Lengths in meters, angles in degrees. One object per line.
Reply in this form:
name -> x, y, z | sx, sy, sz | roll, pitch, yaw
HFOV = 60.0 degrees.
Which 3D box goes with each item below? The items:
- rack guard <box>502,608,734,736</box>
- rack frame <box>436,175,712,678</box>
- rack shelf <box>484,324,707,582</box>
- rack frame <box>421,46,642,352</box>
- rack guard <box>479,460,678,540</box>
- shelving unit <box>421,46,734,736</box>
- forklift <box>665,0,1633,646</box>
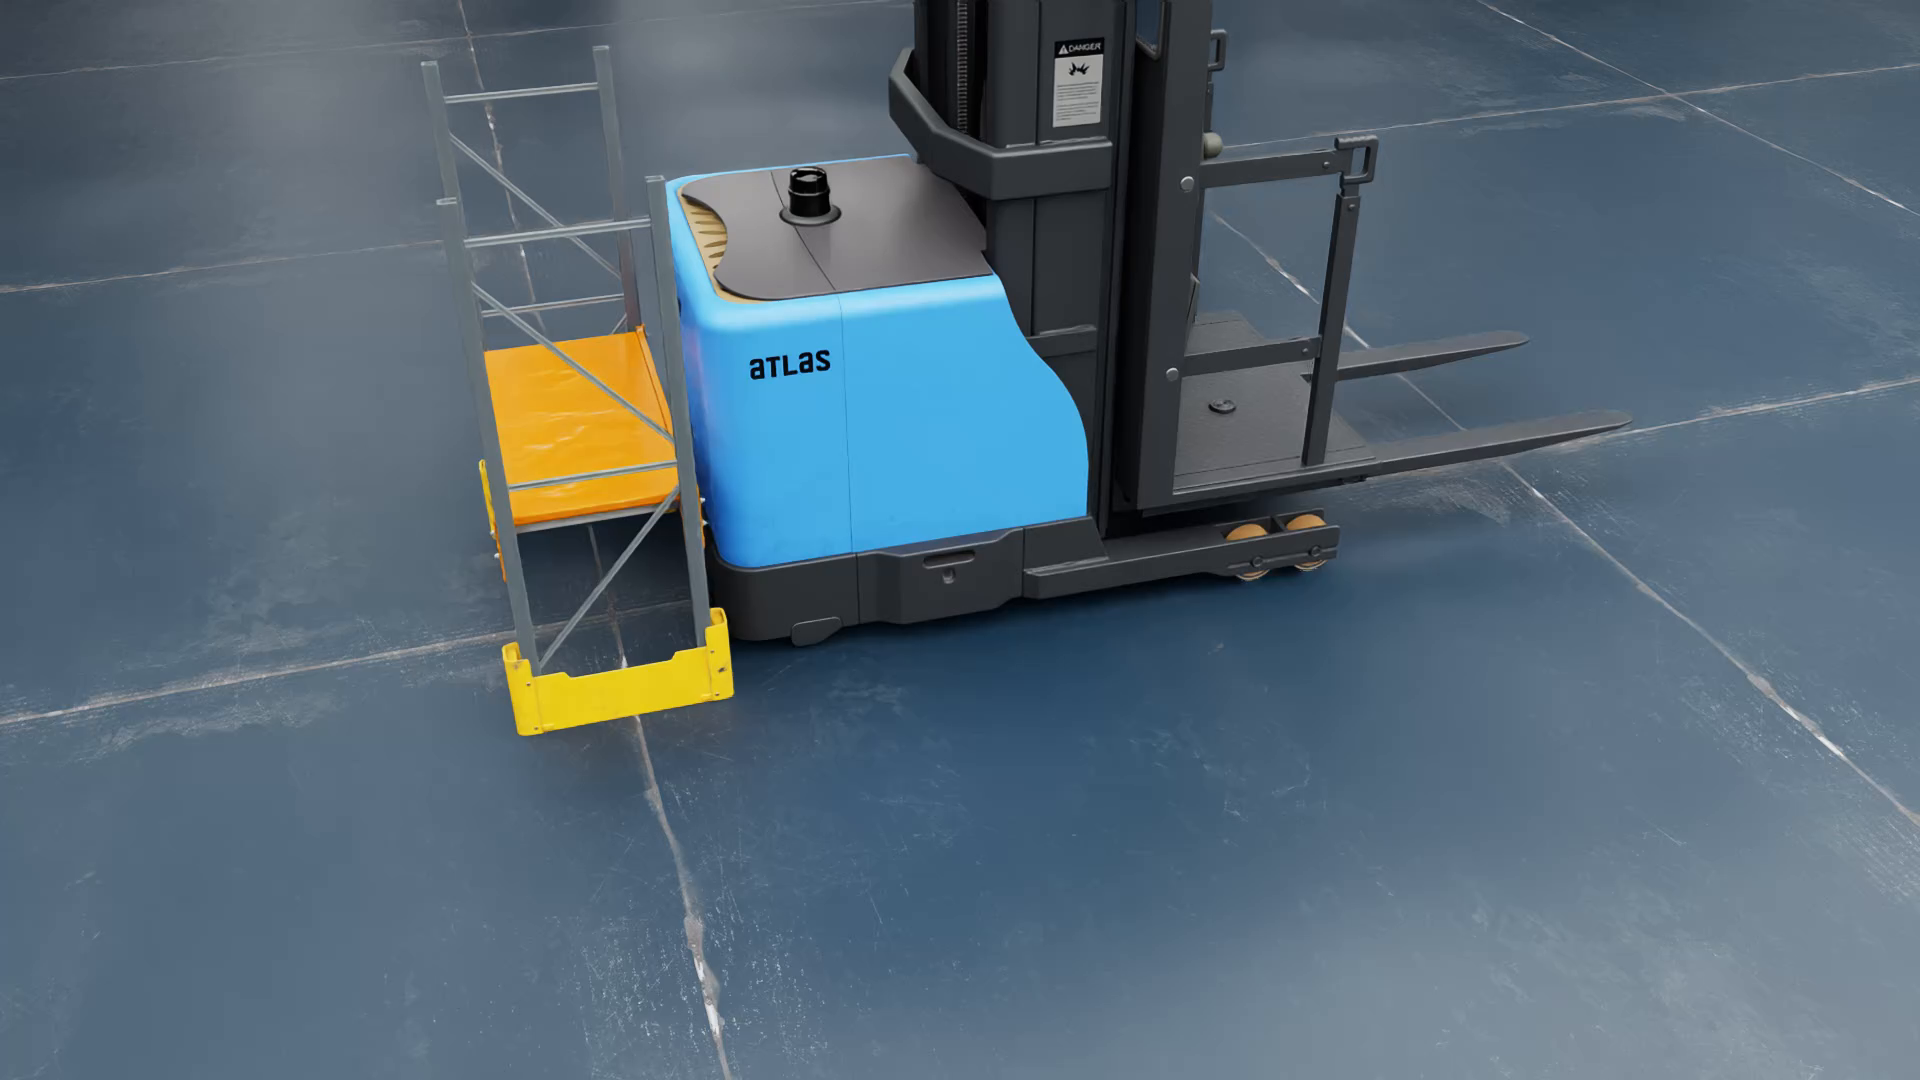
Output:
rack guard -> -0.914, 0.354, 4.486 | 0.587, 0.250, 0.087 | -10, 35, -14
rack frame -> -0.909, -0.157, 4.126 | 0.500, 1.500, 0.032 | -10, 35, -14
rack shelf -> -1.057, -0.275, 4.630 | 0.538, 0.185, 1.000 | -10, 35, -14
rack frame -> -1.206, -0.693, 4.937 | 0.500, 1.500, 0.032 | -10, 35, -14
rack guard -> -1.205, -0.171, 5.281 | 0.587, 0.250, 0.087 | -10, 35, -14
shelving unit -> -1.060, -0.429, 4.538 | 0.587, 1.500, 1.083 | -10, 35, -14
forklift -> 0.657, -1.373, 4.669 | 3.031, 2.935, 1.130 | -9, 35, -13
